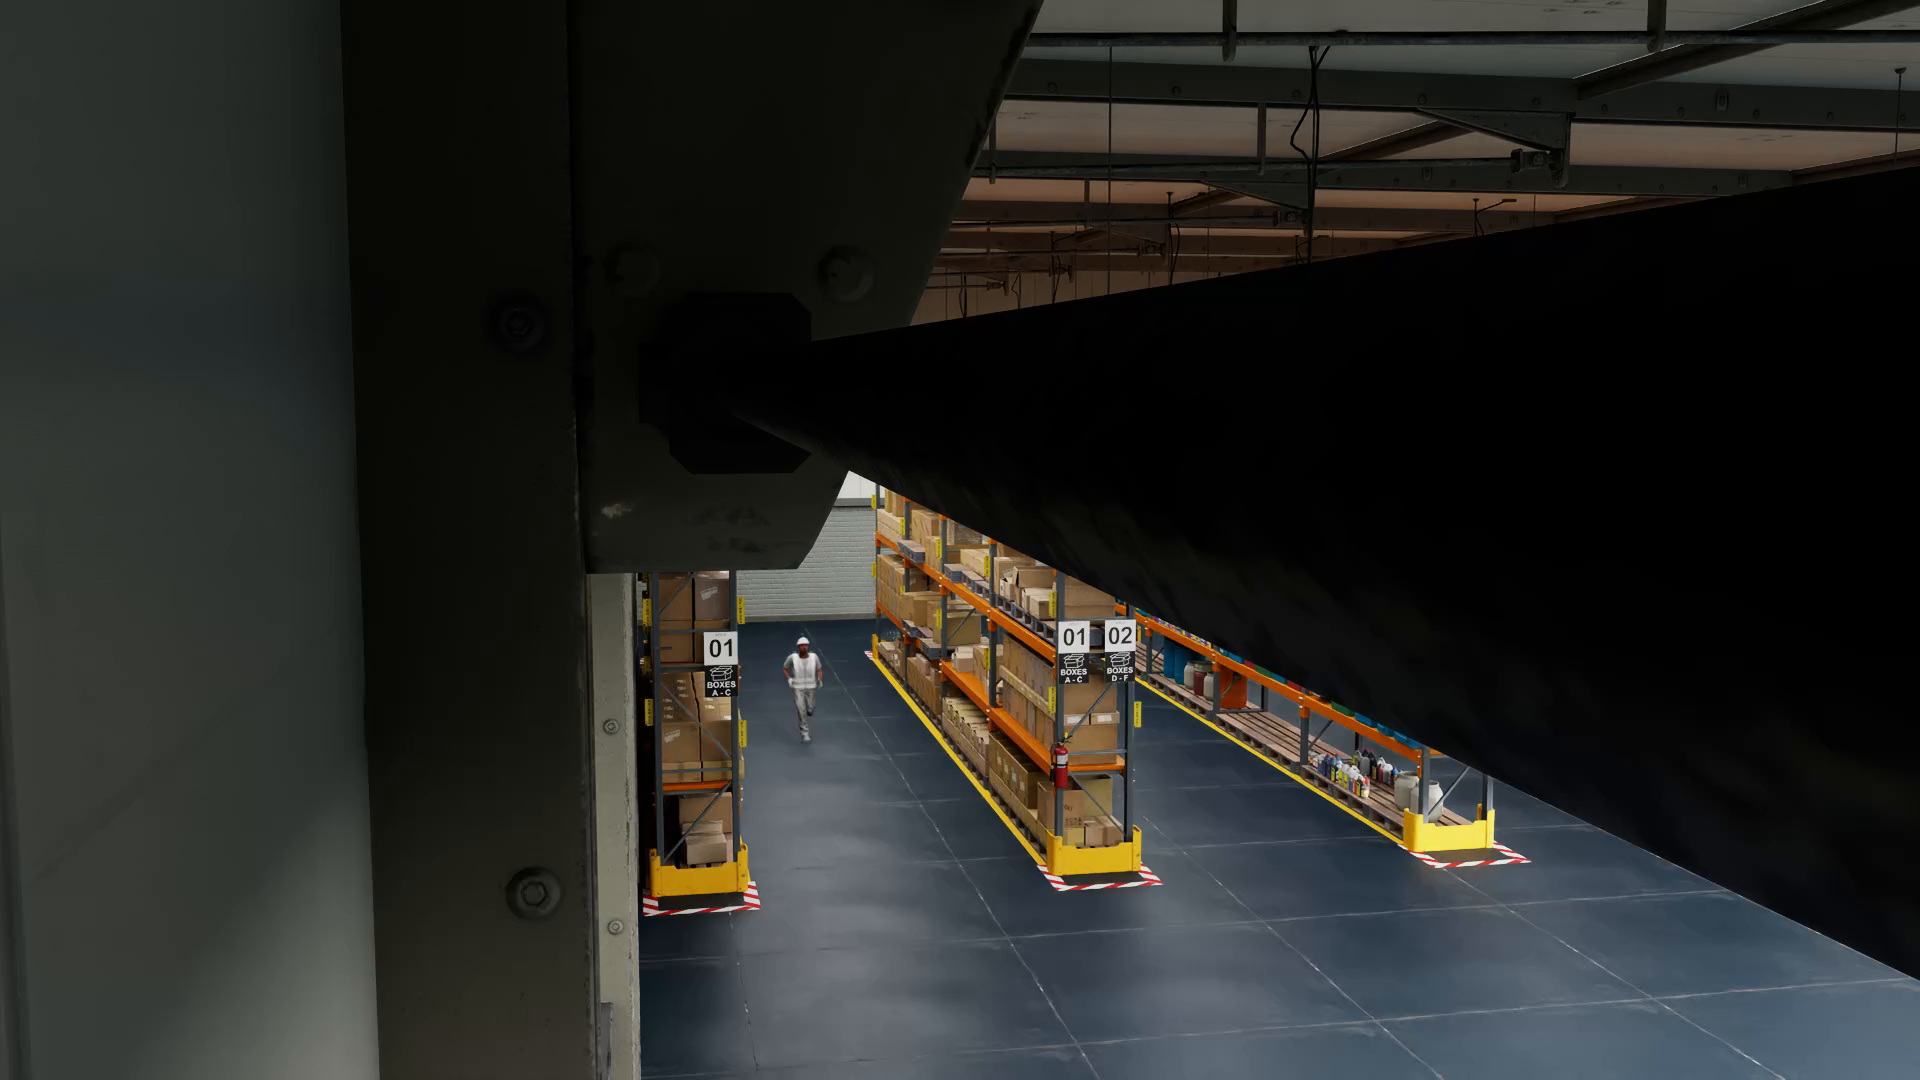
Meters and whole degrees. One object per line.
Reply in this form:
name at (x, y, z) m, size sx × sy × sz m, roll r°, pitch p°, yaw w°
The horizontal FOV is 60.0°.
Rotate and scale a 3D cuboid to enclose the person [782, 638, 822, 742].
person at (-2.698, 2.542, 28.551) m, size 0.681 × 1.759 × 0.778 m, roll -2°, pitch 6°, yaw -16°
